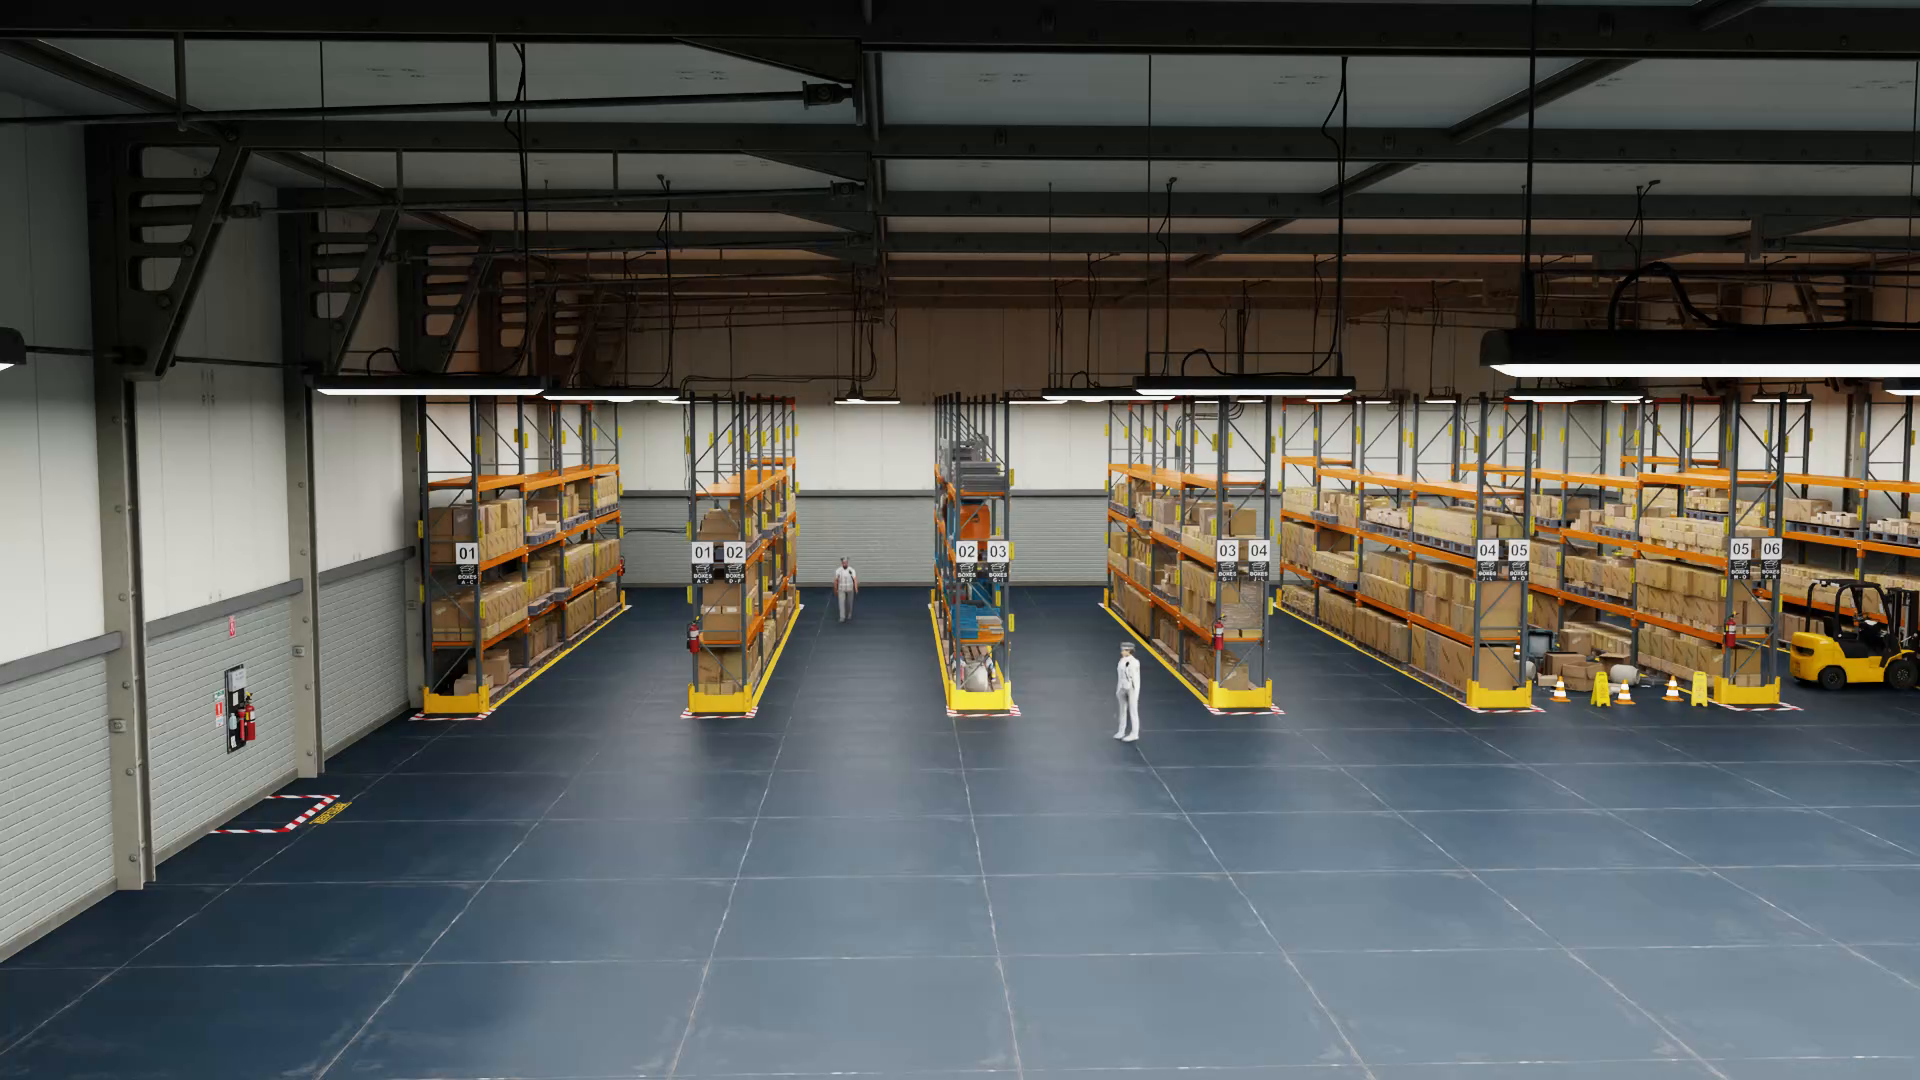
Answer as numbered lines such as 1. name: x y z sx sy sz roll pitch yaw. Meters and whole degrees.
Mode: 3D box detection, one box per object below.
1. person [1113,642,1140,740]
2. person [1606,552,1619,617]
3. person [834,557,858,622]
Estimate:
1. person: 2.862 2.592 28.616 0.392 1.674 0.523 -3 6 -37
2. person: 17.826 1.231 45.367 0.448 1.799 0.610 1 5 16
3. person: -3.031 1.307 44.206 0.631 1.719 1.060 0 5 -3
